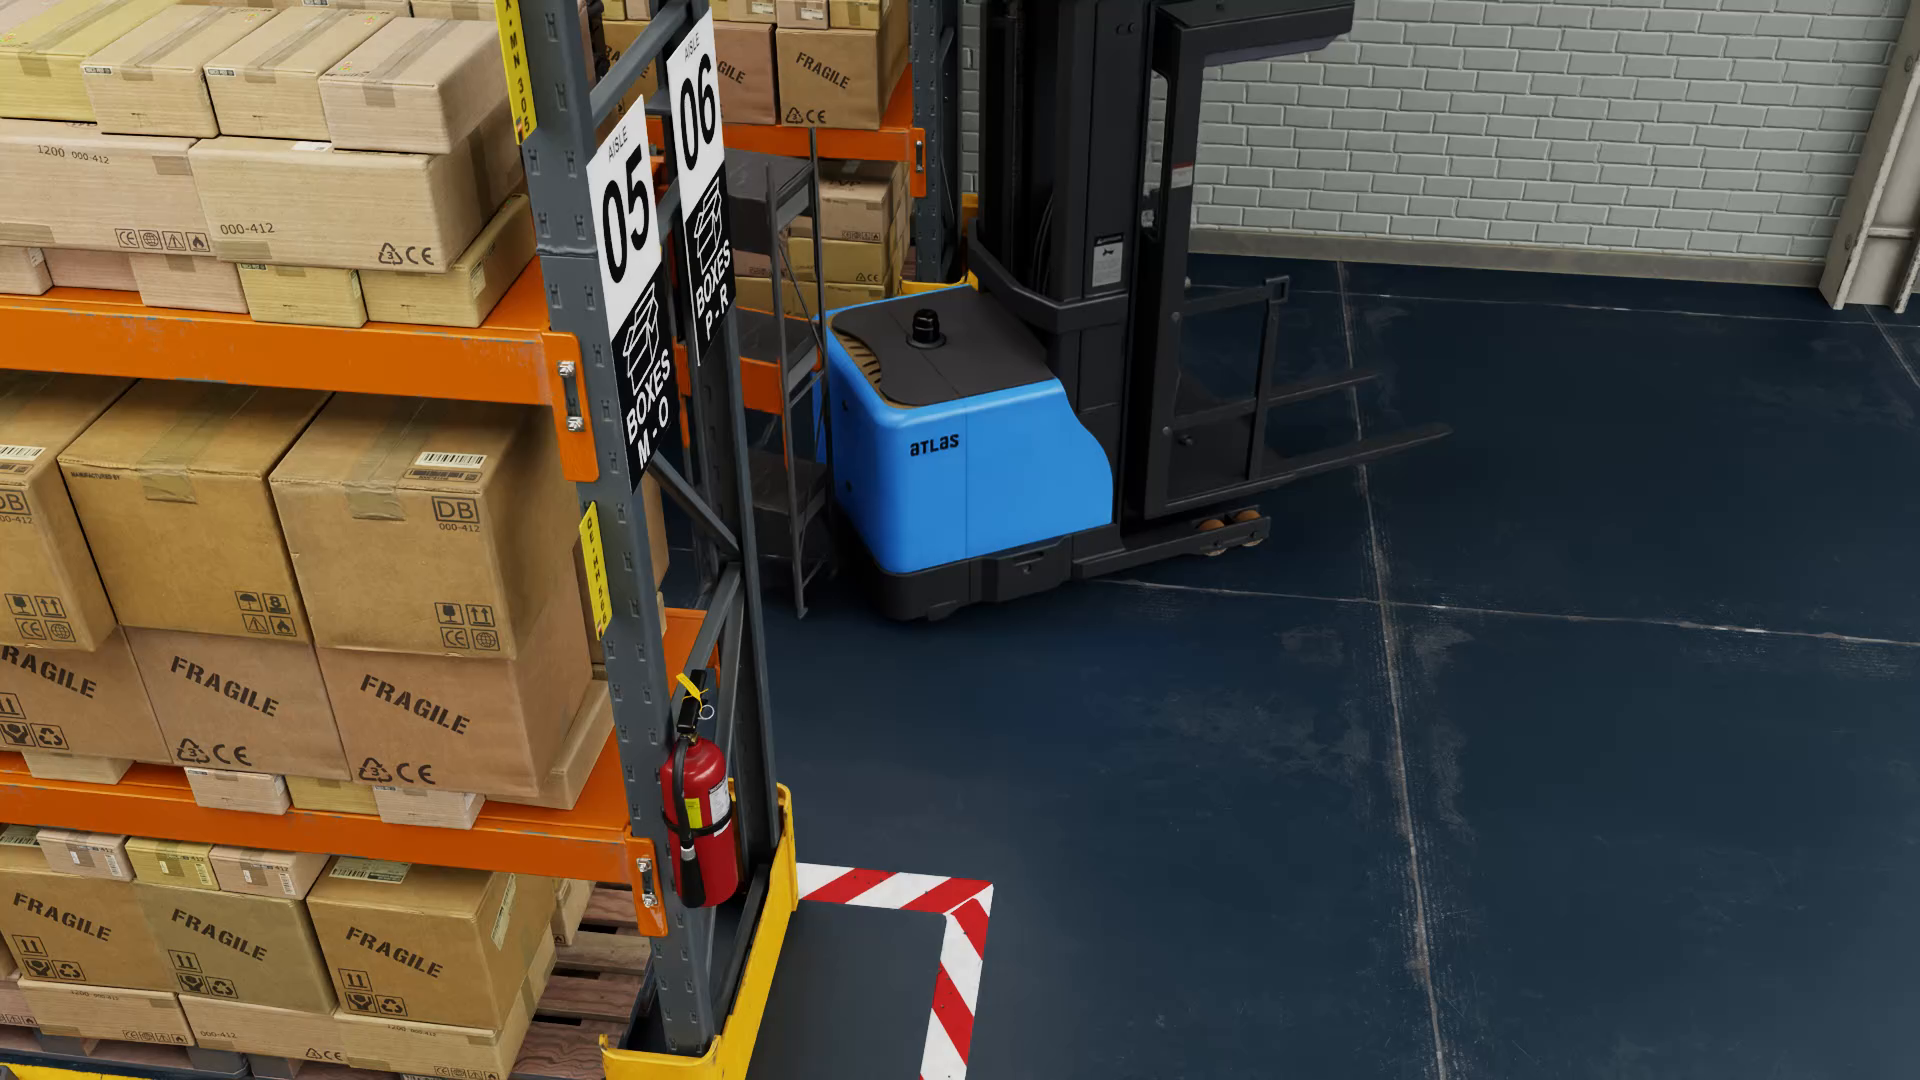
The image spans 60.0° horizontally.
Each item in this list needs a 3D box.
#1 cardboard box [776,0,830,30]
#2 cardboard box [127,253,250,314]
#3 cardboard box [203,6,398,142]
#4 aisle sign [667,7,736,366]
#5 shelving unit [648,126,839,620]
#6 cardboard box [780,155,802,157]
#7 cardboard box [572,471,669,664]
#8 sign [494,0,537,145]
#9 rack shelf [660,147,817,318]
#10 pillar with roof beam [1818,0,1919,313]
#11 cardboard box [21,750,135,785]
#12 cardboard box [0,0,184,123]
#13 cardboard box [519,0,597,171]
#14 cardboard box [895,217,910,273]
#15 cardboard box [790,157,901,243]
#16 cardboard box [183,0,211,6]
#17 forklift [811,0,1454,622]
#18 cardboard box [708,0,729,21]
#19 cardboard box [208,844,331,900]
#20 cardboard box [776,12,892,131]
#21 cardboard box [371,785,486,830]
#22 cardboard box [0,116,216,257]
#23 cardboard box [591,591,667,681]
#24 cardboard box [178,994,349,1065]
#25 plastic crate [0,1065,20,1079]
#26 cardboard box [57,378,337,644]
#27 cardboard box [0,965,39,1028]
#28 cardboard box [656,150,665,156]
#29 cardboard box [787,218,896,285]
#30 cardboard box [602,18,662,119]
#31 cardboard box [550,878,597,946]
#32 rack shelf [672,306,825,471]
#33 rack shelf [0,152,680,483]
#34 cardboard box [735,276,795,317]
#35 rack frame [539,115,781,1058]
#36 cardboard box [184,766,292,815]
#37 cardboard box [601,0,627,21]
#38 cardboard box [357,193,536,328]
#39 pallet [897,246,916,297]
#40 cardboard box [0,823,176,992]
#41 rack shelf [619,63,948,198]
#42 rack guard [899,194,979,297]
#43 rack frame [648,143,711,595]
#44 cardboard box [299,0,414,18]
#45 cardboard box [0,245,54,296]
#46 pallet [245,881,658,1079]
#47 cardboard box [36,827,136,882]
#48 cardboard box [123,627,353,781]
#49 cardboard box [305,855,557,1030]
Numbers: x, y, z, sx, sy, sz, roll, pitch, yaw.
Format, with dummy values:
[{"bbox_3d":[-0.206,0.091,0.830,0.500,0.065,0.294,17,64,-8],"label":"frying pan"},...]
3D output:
[{"bbox_3d":[-0.748,-2.676,8.273,0.250,0.149,0.380,5,36,7],"label":"cardboard box"},{"bbox_3d":[-1.639,-0.668,3.737,0.250,0.149,0.380,5,36,7],"label":"cardboard box"},{"bbox_3d":[-1.364,-0.984,3.495,0.250,0.149,0.380,5,36,7],"label":"cardboard box"},{"bbox_3d":[-0.639,-0.877,4.159,0.004,0.787,0.394,4,36,6],"label":"aisle sign"},{"bbox_3d":[-0.856,-0.666,6.876,0.503,2.100,0.431,13,37,17],"label":"shelving unit"},{"bbox_3d":[-1.060,-2.143,9.316,0.500,0.250,0.500,4,36,6],"label":"cardboard box"},{"bbox_3d":[-1.174,-0.002,4.828,0.500,0.500,0.500,4,36,5],"label":"cardboard box"},{"bbox_3d":[-0.830,-0.908,3.096,0.005,0.325,0.100,4,36,6],"label":"sign"},{"bbox_3d":[-0.856,-1.225,6.478,0.480,0.518,0.431,13,37,17],"label":"rack shelf"},{"bbox_3d":[4.716,-2.593,3.638,0.400,9.000,9.100,4,36,6],"label":"pillar with roof beam"},{"bbox_3d":[-2.415,0.499,4.685,0.250,0.149,0.380,4,36,5],"label":"cardboard box"},{"bbox_3d":[-1.864,-1.041,3.574,0.250,0.149,0.380,4,36,6],"label":"cardboard box"},{"bbox_3d":[-1.204,-1.117,4.023,0.500,0.250,0.500,4,36,5],"label":"cardboard box"},{"bbox_3d":[-0.573,-1.706,9.564,0.500,0.250,0.500,4,36,6],"label":"cardboard box"},{"bbox_3d":[-0.608,-1.818,8.860,0.500,0.250,0.500,5,36,8],"label":"cardboard box"},{"bbox_3d":[-1.798,-1.357,4.017,0.250,0.149,0.380,4,36,6],"label":"cardboard box"},{"bbox_3d":[0.887,-1.389,7.173,3.031,2.935,1.130,-14,38,-18],"label":"forklift"},{"bbox_3d":[-1.242,-2.755,8.384,0.250,0.149,0.380,4,36,6],"label":"cardboard box"},{"bbox_3d":[-1.940,0.837,4.797,0.250,0.149,0.380,5,36,7],"label":"cardboard box"},{"bbox_3d":[-0.633,-2.431,8.488,0.500,0.500,0.500,4,36,5],"label":"cardboard box"},{"bbox_3d":[-1.403,0.598,4.546,0.250,0.149,0.380,4,36,5],"label":"cardboard box"},{"bbox_3d":[-1.779,-0.854,3.656,0.500,0.250,0.500,4,36,5],"label":"cardboard box"},{"bbox_3d":[-1.050,0.313,4.946,0.250,0.149,0.380,4,36,6],"label":"cardboard box"},{"bbox_3d":[-2.088,1.356,5.274,0.500,0.250,0.500,4,36,6],"label":"cardboard box"},{"bbox_3d":[-3.254,1.836,5.108,0.583,0.080,0.402,-7,36,-10],"label":"plastic crate"},{"bbox_3d":[-1.775,-0.167,4.200,0.500,0.500,0.700,5,36,6],"label":"cardboard box"},{"bbox_3d":[-3.099,1.277,5.384,0.500,0.250,0.500,4,36,5],"label":"cardboard box"},{"bbox_3d":[-1.616,-1.884,8.953,0.500,0.250,0.500,5,36,7],"label":"cardboard box"},{"bbox_3d":[-0.634,-1.616,9.008,0.500,0.250,0.500,4,36,5],"label":"cardboard box"},{"bbox_3d":[-1.654,-2.512,8.602,0.500,0.500,0.500,4,36,5],"label":"cardboard box"},{"bbox_3d":[-1.504,1.084,5.654,0.500,0.250,0.500,4,36,6],"label":"cardboard box"},{"bbox_3d":[-0.856,-0.655,6.884,0.480,0.518,0.431,13,37,17],"label":"rack shelf"},{"bbox_3d":[-2.723,-0.721,4.215,4.000,0.370,1.077,4,36,6],"label":"rack shelf"},{"bbox_3d":[-1.109,-1.452,9.208,0.500,0.250,0.500,4,36,6],"label":"cardboard box"},{"bbox_3d":[-0.740,0.355,4.670,0.127,3.000,1.000,4,36,6],"label":"rack frame"},{"bbox_3d":[-1.914,0.565,4.592,0.250,0.149,0.380,5,36,7],"label":"cardboard box"},{"bbox_3d":[-1.766,-2.755,8.384,0.250,0.149,0.380,5,36,6],"label":"cardboard box"},{"bbox_3d":[-1.129,-0.629,3.683,0.250,0.149,0.380,4,36,6],"label":"cardboard box"},{"bbox_3d":[-0.875,-1.403,9.534,1.213,0.211,1.003,4,36,6],"label":"pallet"},{"bbox_3d":[-2.585,1.011,5.111,0.500,0.500,0.500,3,36,5],"label":"cardboard box"},{"bbox_3d":[-2.095,-2.360,9.094,4.000,0.370,1.077,4,36,6],"label":"rack shelf"},{"bbox_3d":[-0.087,-1.486,9.402,0.348,0.500,1.175,4,36,6],"label":"rack guard"},{"bbox_3d":[-1.084,-0.718,6.948,0.015,2.100,0.400,13,37,17],"label":"rack frame"},{"bbox_3d":[-1.318,-1.242,3.855,0.250,0.149,0.380,4,36,6],"label":"cardboard box"},{"bbox_3d":[-2.135,-0.716,3.805,0.250,0.149,0.380,4,36,6],"label":"cardboard box"},{"bbox_3d":[-1.616,1.404,5.601,1.213,0.211,1.003,4,36,6],"label":"pallet"},{"bbox_3d":[-2.450,0.796,4.855,0.250,0.149,0.380,6,36,8],"label":"cardboard box"},{"bbox_3d":[-1.809,0.272,4.444,0.500,0.500,0.500,4,36,6],"label":"cardboard box"},{"bbox_3d":[-1.567,1.089,5.002,0.500,0.500,0.500,4,36,6],"label":"cardboard box"}]
